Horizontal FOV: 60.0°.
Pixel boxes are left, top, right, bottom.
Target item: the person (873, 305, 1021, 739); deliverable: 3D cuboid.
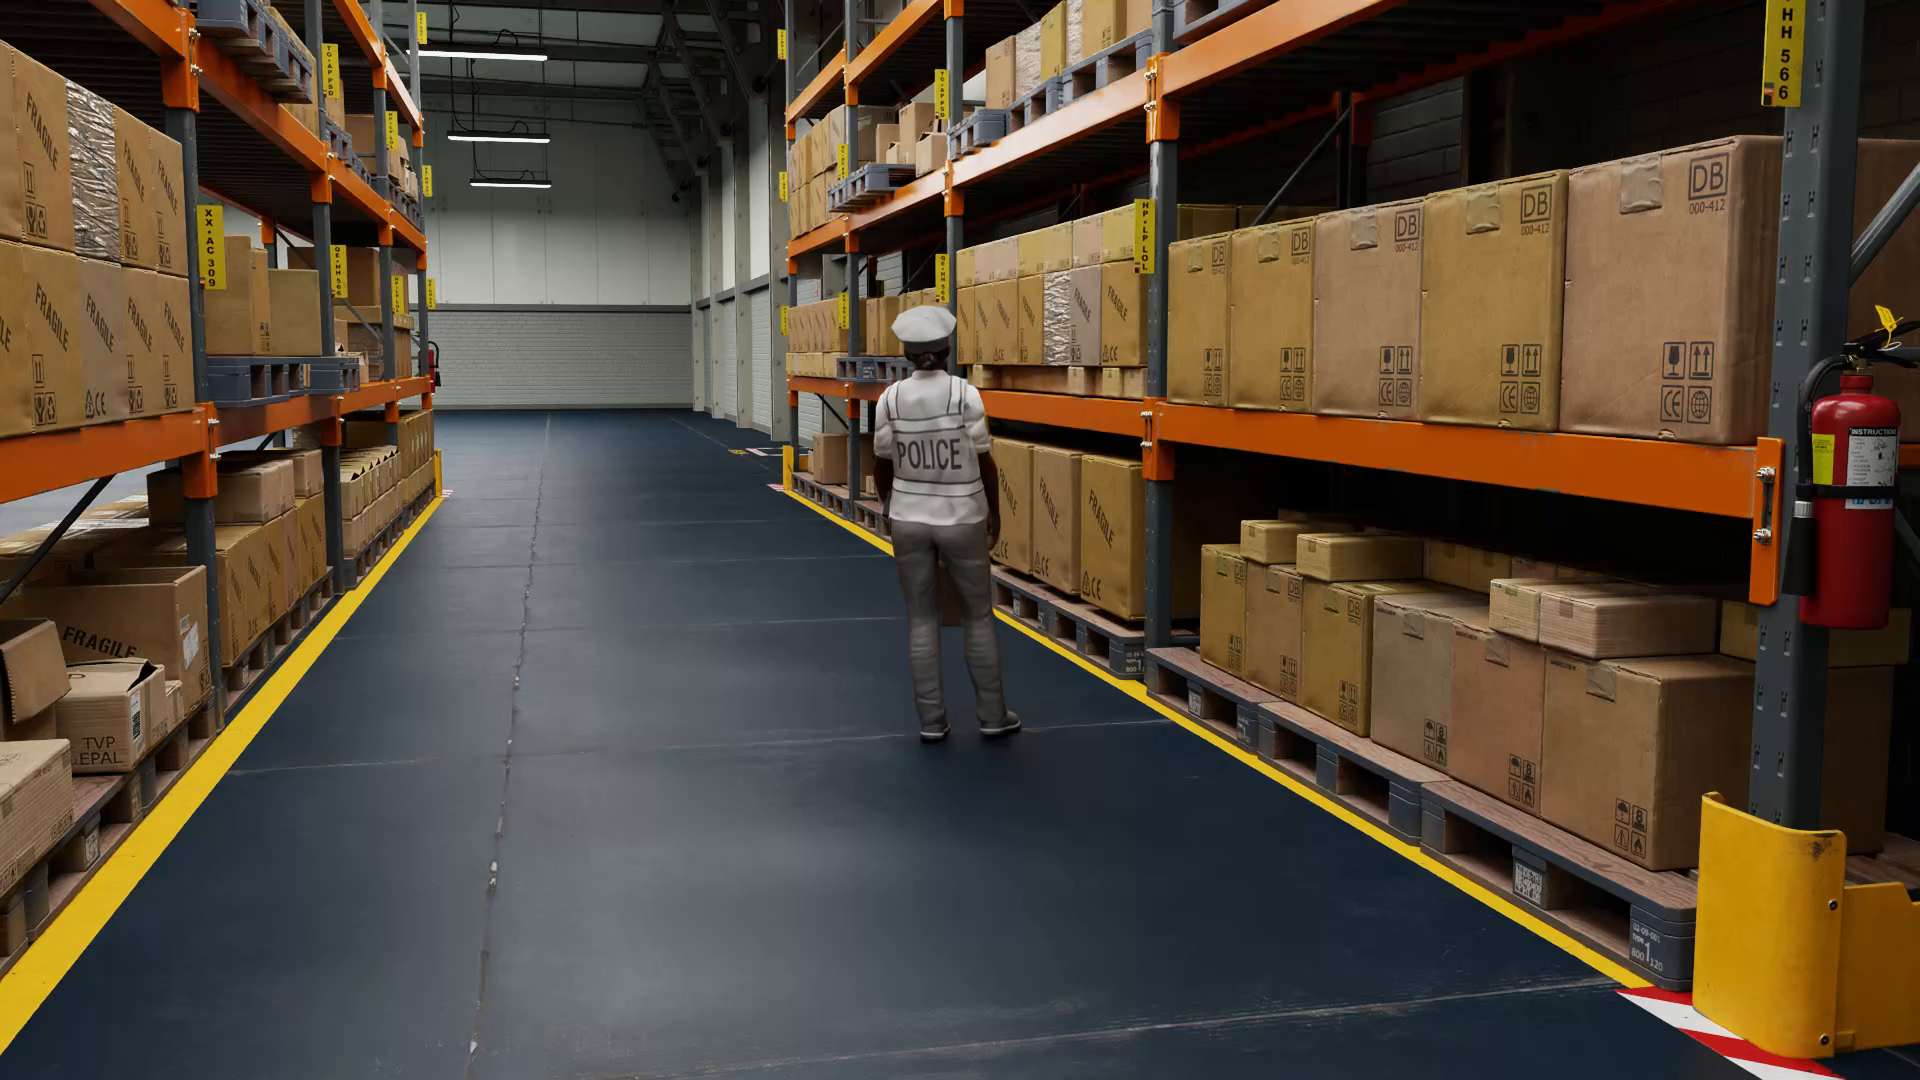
[{"bbox_3d":[-0.057,-0.065,6.538,0.543,1.698,0.528,1,6,11],"label":"person"}]
